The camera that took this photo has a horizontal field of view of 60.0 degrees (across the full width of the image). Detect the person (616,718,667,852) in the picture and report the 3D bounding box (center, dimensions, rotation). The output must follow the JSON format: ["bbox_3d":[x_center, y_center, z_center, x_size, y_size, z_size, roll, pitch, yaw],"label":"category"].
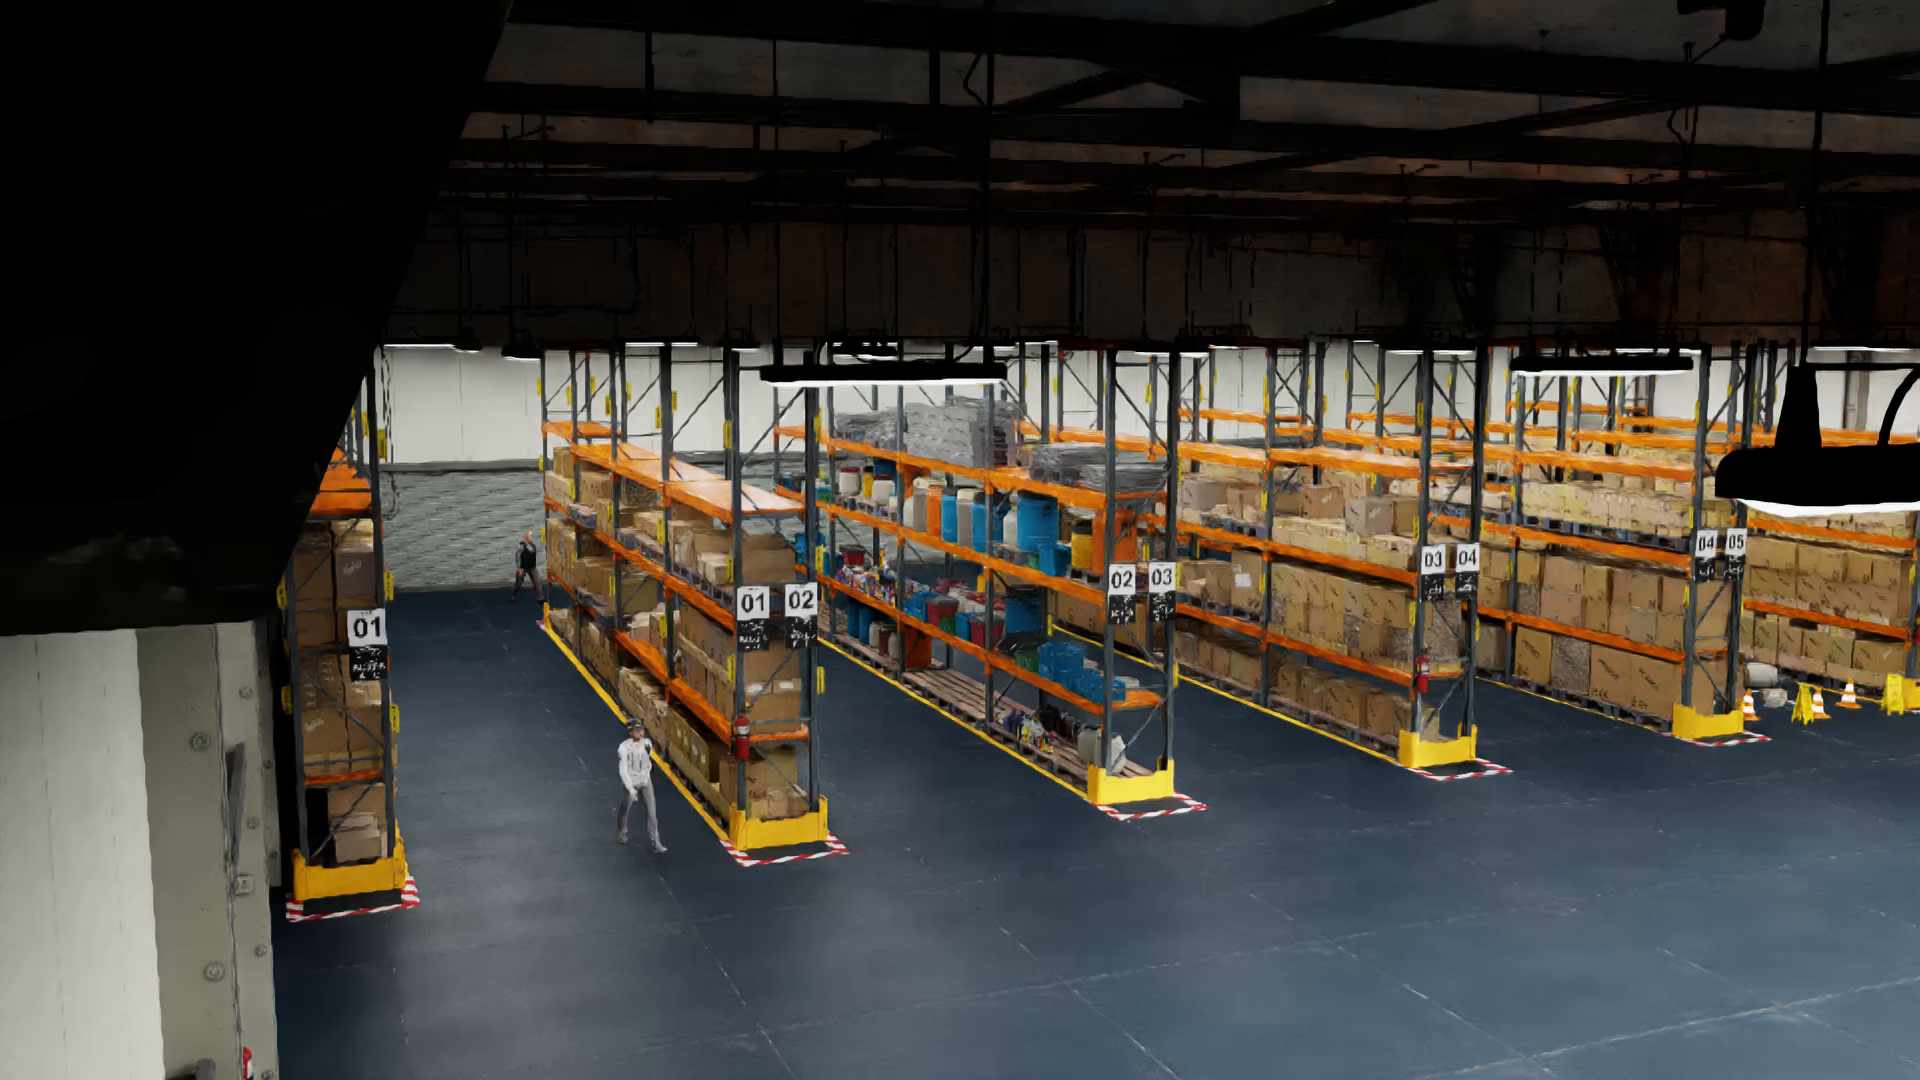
[{"bbox_3d":[-3.893,2.916,20.019,0.482,1.622,0.986,-4,9,-30],"label":"person"}]

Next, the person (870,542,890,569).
[{"bbox_3d":[-1.674,0.934,34.681,0.419,1.772,0.690,-4,8,-27],"label":"person"}]

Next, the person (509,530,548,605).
[{"bbox_3d":[-9.771,0.625,37.470,0.932,1.695,0.583,7,10,41],"label":"person"}]
